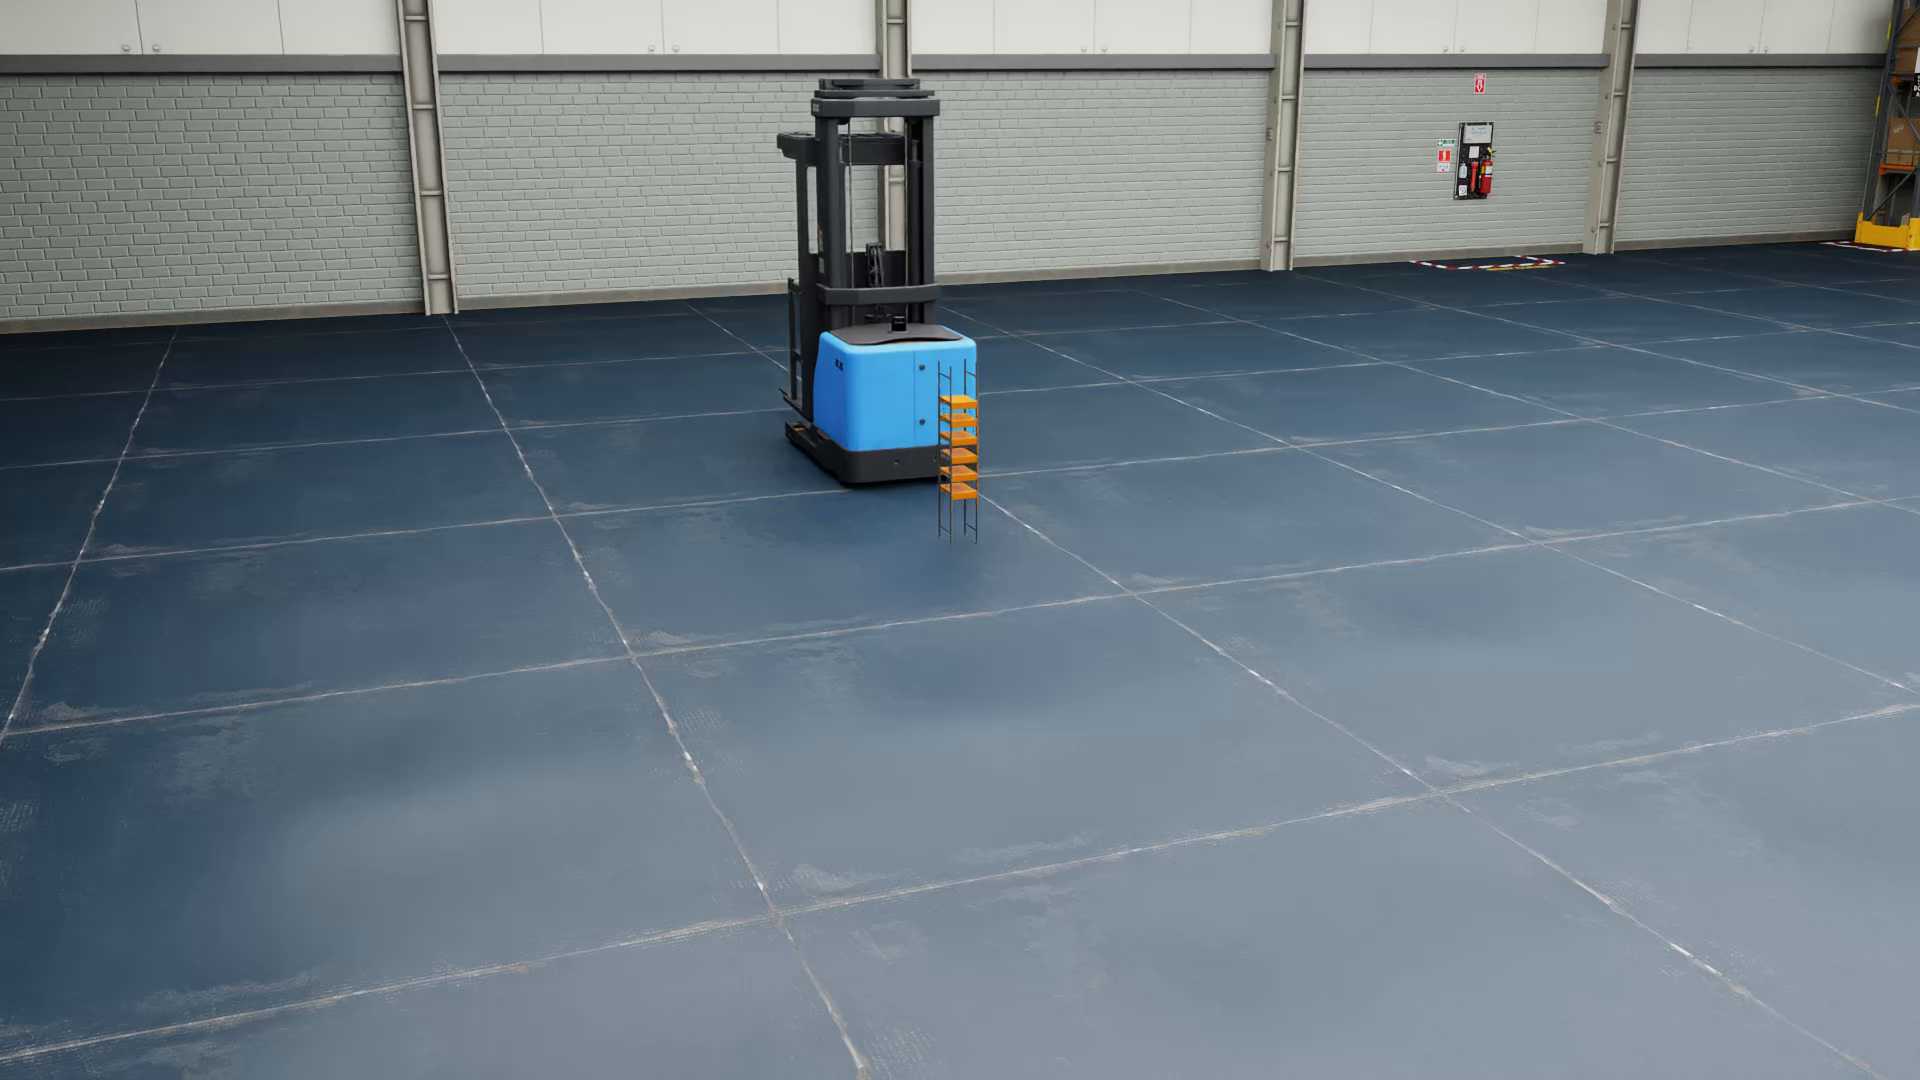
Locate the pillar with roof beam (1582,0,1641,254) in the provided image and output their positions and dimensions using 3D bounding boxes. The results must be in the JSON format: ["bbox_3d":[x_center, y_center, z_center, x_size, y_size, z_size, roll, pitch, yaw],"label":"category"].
[{"bbox_3d":[11.869,-7.840,21.826,0.400,9.000,9.100,-6,17,-20],"label":"pillar with roof beam"}]

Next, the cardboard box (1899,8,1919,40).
[{"bbox_3d":[15.897,-8.490,27.375,0.500,0.500,0.500,-5,17,-18],"label":"cardboard box"}]

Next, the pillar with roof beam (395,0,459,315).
[{"bbox_3d":[-4.939,-6.025,15.646,0.400,9.000,9.100,-6,17,-20],"label":"pillar with roof beam"}]

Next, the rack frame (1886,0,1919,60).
[{"bbox_3d":[15.587,-9.280,26.728,0.127,3.000,1.000,-6,17,-20],"label":"rack frame"}]

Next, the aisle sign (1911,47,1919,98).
[{"bbox_3d":[15.628,-7.562,26.913,0.004,0.787,0.394,-6,17,-20],"label":"aisle sign"}]

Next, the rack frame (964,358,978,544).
[{"bbox_3d":[0.072,-0.583,10.956,0.006,1.200,0.240,-6,17,-20],"label":"rack frame"}]

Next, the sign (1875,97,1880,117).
[{"bbox_3d":[15.408,-7.256,27.869,0.005,0.325,0.100,-6,17,-20],"label":"sign"}]

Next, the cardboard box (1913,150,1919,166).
[{"bbox_3d":[16.157,-6.305,27.474,0.500,0.250,0.500,-7,18,-22],"label":"cardboard box"}]

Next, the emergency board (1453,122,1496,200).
[{"bbox_3d":[8.008,-5.855,25.714,0.643,1.169,0.194,-6,17,-20],"label":"emergency board"}]

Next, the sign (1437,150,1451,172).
[{"bbox_3d":[7.454,-5.844,25.611,0.234,0.329,0.001,-6,17,-20],"label":"sign"}]

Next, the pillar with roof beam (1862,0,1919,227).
[{"bbox_3d":[17.472,-8.445,23.886,0.400,9.000,9.100,-6,17,-20],"label":"pillar with roof beam"}]

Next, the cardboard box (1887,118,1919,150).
[{"bbox_3d":[15.952,-6.802,27.838,0.500,0.500,0.500,-6,18,-21],"label":"cardboard box"}]

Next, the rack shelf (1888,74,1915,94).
[{"bbox_3d":[17.455,-7.697,27.938,4.000,0.370,1.077,-6,17,-20],"label":"rack shelf"}]

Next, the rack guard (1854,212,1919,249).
[{"bbox_3d":[15.658,-5.210,27.951,0.348,0.500,1.175,-6,17,-20],"label":"rack guard"}]

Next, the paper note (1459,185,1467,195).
[{"bbox_3d":[7.818,-5.433,25.839,0.142,0.148,0.016,-6,17,-20],"label":"paper note"}]

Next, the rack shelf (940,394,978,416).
[{"bbox_3d":[-0.014,-0.877,10.835,0.180,0.103,0.258,-6,17,-20],"label":"rack shelf"}]

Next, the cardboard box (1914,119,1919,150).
[{"bbox_3d":[16.141,-6.668,27.380,0.500,0.500,0.500,-6,17,-20],"label":"cardboard box"}]

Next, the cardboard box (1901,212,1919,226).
[{"bbox_3d":[16.266,-5.368,28.047,0.500,0.311,0.500,-8,18,-26],"label":"cardboard box"}]

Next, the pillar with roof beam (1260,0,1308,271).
[{"bbox_3d":[6.267,-7.235,19.766,0.400,9.000,9.100,-6,17,-20],"label":"pillar with roof beam"}]

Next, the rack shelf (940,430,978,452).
[{"bbox_3d":[-0.014,-0.647,10.903,0.180,0.103,0.258,-6,17,-20],"label":"rack shelf"}]

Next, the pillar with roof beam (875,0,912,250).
[{"bbox_3d":[0.664,-6.630,17.706,0.400,9.000,9.100,-6,17,-20],"label":"pillar with roof beam"}]

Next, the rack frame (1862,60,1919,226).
[{"bbox_3d":[15.587,-6.401,27.573,0.127,3.000,1.000,-6,17,-20],"label":"rack frame"}]

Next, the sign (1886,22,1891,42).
[{"bbox_3d":[15.408,-8.413,27.530,0.005,0.325,0.100,-6,17,-20],"label":"sign"}]

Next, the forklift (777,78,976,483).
[{"bbox_3d":[-0.820,-2.202,13.393,1.130,2.935,3.031,-6,17,-18],"label":"forklift"}]

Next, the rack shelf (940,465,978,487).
[{"bbox_3d":[-0.014,-0.416,10.971,0.180,0.103,0.258,-6,17,-20],"label":"rack shelf"}]

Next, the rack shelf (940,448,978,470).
[{"bbox_3d":[-0.014,-0.532,10.937,0.180,0.103,0.258,-6,17,-20],"label":"rack shelf"}]

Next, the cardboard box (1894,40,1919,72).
[{"bbox_3d":[15.887,-8.007,27.503,0.500,0.500,0.500,-5,17,-16],"label":"cardboard box"}]

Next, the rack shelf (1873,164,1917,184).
[{"bbox_3d":[17.455,-6.258,28.361,4.000,0.370,1.077,-6,17,-20],"label":"rack shelf"}]

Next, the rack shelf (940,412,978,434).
[{"bbox_3d":[-0.014,-0.762,10.869,0.180,0.103,0.258,-6,17,-20],"label":"rack shelf"}]

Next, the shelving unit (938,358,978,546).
[{"bbox_3d":[-0.014,-0.574,10.924,0.189,1.200,0.258,-6,17,-20],"label":"shelving unit"}]

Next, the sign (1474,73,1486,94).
[{"bbox_3d":[7.964,-6.993,25.474,0.199,0.298,0.001,-6,17,-20],"label":"sign"}]

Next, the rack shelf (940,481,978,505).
[{"bbox_3d":[-0.014,-0.301,11.004,0.180,0.103,0.258,-6,17,-20],"label":"rack shelf"}]

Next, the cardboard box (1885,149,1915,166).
[{"bbox_3d":[15.955,-6.437,27.925,0.500,0.250,0.500,-6,17,-19],"label":"cardboard box"}]

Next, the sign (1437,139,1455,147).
[{"bbox_3d":[7.462,-6.096,25.530,0.331,0.109,0.001,-6,17,-20],"label":"sign"}]

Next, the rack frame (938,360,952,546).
[{"bbox_3d":[-0.099,-0.565,10.893,0.006,1.200,0.240,-6,17,-20],"label":"rack frame"}]
